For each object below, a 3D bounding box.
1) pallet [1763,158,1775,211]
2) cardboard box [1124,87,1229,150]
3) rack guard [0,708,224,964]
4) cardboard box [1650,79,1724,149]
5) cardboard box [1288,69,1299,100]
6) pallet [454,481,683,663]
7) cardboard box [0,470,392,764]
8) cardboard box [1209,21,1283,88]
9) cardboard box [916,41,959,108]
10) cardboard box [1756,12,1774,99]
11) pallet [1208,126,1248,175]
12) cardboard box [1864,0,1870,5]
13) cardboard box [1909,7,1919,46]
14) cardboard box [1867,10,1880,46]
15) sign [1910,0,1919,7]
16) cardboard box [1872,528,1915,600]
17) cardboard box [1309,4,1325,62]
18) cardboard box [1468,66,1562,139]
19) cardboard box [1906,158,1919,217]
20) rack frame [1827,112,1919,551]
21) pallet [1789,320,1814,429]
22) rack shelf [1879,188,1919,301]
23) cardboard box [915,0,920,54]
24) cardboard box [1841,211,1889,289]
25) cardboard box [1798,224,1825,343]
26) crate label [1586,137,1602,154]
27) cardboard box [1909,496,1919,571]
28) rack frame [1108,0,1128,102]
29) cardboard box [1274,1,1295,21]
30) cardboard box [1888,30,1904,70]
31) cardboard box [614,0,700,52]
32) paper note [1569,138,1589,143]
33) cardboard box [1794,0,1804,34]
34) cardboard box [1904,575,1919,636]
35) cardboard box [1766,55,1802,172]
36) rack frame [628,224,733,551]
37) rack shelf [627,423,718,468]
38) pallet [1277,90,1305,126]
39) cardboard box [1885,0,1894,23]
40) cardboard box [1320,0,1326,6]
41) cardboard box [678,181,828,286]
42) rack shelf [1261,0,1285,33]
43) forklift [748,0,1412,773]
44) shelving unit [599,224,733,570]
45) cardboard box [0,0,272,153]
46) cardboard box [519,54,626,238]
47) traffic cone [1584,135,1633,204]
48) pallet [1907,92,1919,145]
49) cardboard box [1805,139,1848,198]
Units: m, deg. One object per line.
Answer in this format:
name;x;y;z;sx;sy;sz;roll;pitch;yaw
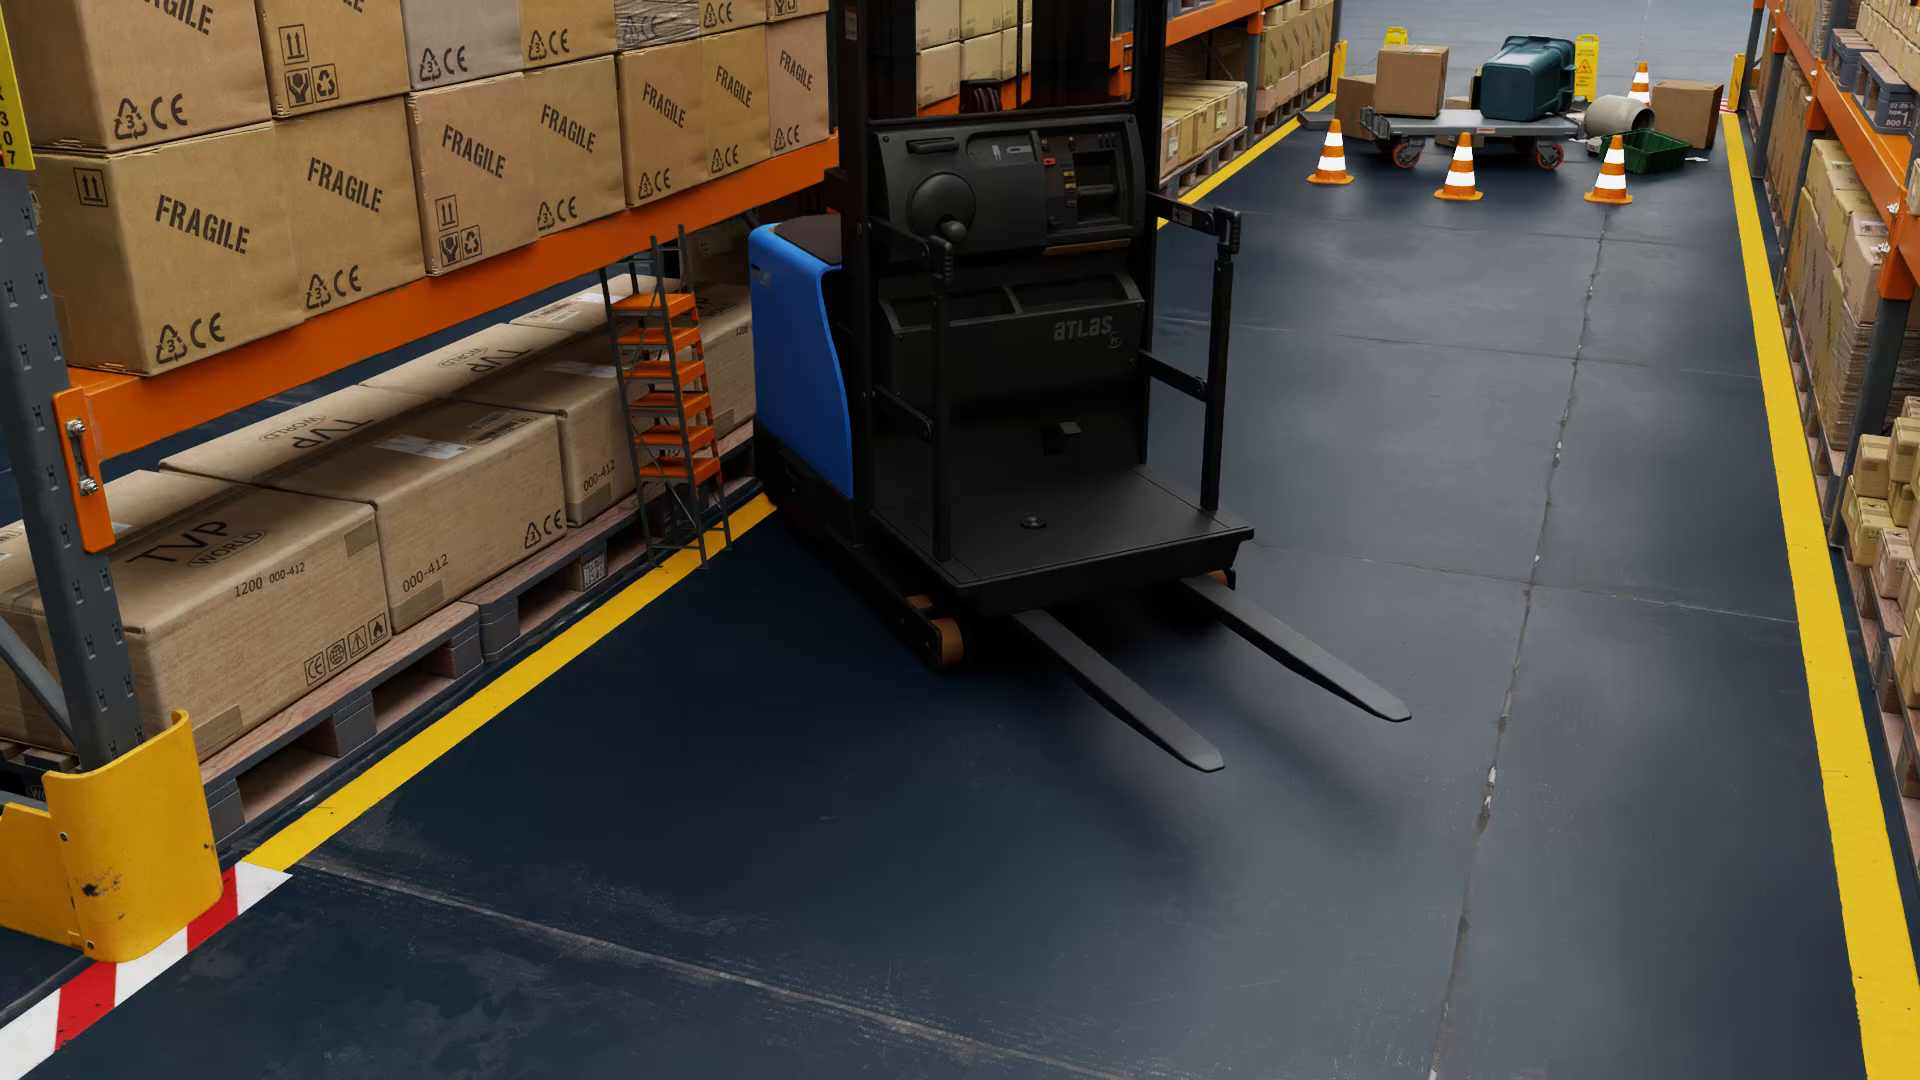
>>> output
pallet;6.466;-2.589;12.175;1.003;0.211;1.213;9;24;20
cardboard box;1.593;-3.371;13.293;0.950;0.372;0.625;10;25;23
rack guard;-2.417;0.621;4.115;1.175;0.500;0.348;9;24;20
cardboard box;6.307;-3.713;14.487;0.500;0.500;0.500;13;26;29
cardboard box;2.902;-4.316;15.713;0.500;0.250;0.500;8;24;19
pallet;-1.729;0.013;5.945;1.003;0.211;1.213;9;24;20
cardboard box;-2.256;0.197;4.666;0.875;0.438;0.875;8;24;18
cardboard box;2.519;-4.279;14.652;0.500;0.500;0.500;10;25;23
cardboard box;-0.323;-2.208;7.840;0.500;0.250;0.500;8;24;19
cardboard box;7.978;-4.555;15.476;0.875;0.875;0.875;9;24;20
pallet;1.762;-3.270;13.804;1.003;0.211;1.213;9;24;20
cardboard box;4.831;-2.802;8.462;0.380;0.149;0.250;10;25;22
cardboard box;4.063;-2.060;6.685;0.380;0.149;0.250;7;24;17
cardboard box;4.644;-2.485;8.090;0.380;0.149;0.250;10;25;23
sign;3.195;-1.912;5.434;0.100;0.325;0.005;9;24;20
cardboard box;3.135;0.098;5.278;0.380;0.149;0.250;9;24;20
cardboard box;3.289;-5.027;16.442;0.500;0.500;0.500;10;25;22
cardboard box;4.894;-3.851;14.640;0.797;0.637;0.503;9;24;20
cardboard box;3.302;-1.130;5.388;0.380;0.149;0.250;10;25;22
rack frame;3.711;-1.300;5.470;1.000;3.000;0.127;9;24;20
pallet;4.451;-0.730;7.724;1.003;0.211;1.213;9;24;20
rack shelf;2.968;-0.252;3.896;1.077;0.370;4.000;9;24;20
cardboard box;-0.497;-2.251;7.293;0.500;0.250;0.500;8;24;19
cardboard box;3.957;-1.171;6.887;0.500;0.250;0.500;10;25;23
cardboard box;4.328;-1.190;7.906;0.500;0.500;0.500;8;24;19
crate label;5.444;-3.311;13.998;0.298;0.136;0.250;-7;24;-17
cardboard box;2.939;0.004;4.730;0.380;0.149;0.250;9;24;21
rack frame;0.564;-3.404;10.507;1.000;3.000;0.127;9;24;20
cardboard box;2.811;-4.798;15.054;0.380;0.149;0.250;10;25;22
cardboard box;4.255;-2.110;7.192;0.380;0.149;0.250;8;24;18
cardboard box;-1.217;-1.908;5.498;0.500;0.500;0.500;9;24;21
paper note;5.488;-3.537;14.689;0.172;0.023;0.155;19;29;38
cardboard box;5.674;-3.518;10.652;0.500;0.500;0.500;9;24;21
cardboard box;2.832;0.237;4.560;0.380;0.149;0.250;9;24;20
cardboard box;6.536;-3.083;12.114;1.050;0.750;0.750;9;24;20
rack frame;-0.998;-0.523;5.913;0.240;1.200;0.006;3;23;21
rack shelf;-1.016;-0.336;5.893;0.258;0.103;0.180;3;23;21
pallet;2.718;-4.232;16.108;1.003;0.211;1.213;9;24;20
cardboard box;4.449;-2.430;7.570;0.380;0.149;0.250;9;24;20
cardboard box;3.406;-5.372;16.427;0.380;0.149;0.250;10;24;22
cardboard box;-0.766;-1.419;7.968;0.875;0.875;0.875;10;25;22
rack shelf;2.792;-5.219;15.786;1.077;0.370;4.000;9;24;20
forklift;0.272;-1.135;5.165;1.130;2.935;3.031;-11;25;-24
shelving unit;-1.031;-0.489;5.835;0.258;1.200;0.189;3;23;21
cardboard box;-1.965;-1.180;3.755;0.500;0.500;0.500;8;24;19
cardboard box;-1.425;-1.264;5.255;0.500;0.500;0.500;10;25;22
traffic cone;4.783;-2.729;12.182;0.336;0.463;0.334;9;24;20
pallet;4.130;-1.464;6.112;1.003;0.211;1.213;9;24;20
cardboard box;4.716;-1.906;8.646;0.500;0.250;0.500;8;24;18
